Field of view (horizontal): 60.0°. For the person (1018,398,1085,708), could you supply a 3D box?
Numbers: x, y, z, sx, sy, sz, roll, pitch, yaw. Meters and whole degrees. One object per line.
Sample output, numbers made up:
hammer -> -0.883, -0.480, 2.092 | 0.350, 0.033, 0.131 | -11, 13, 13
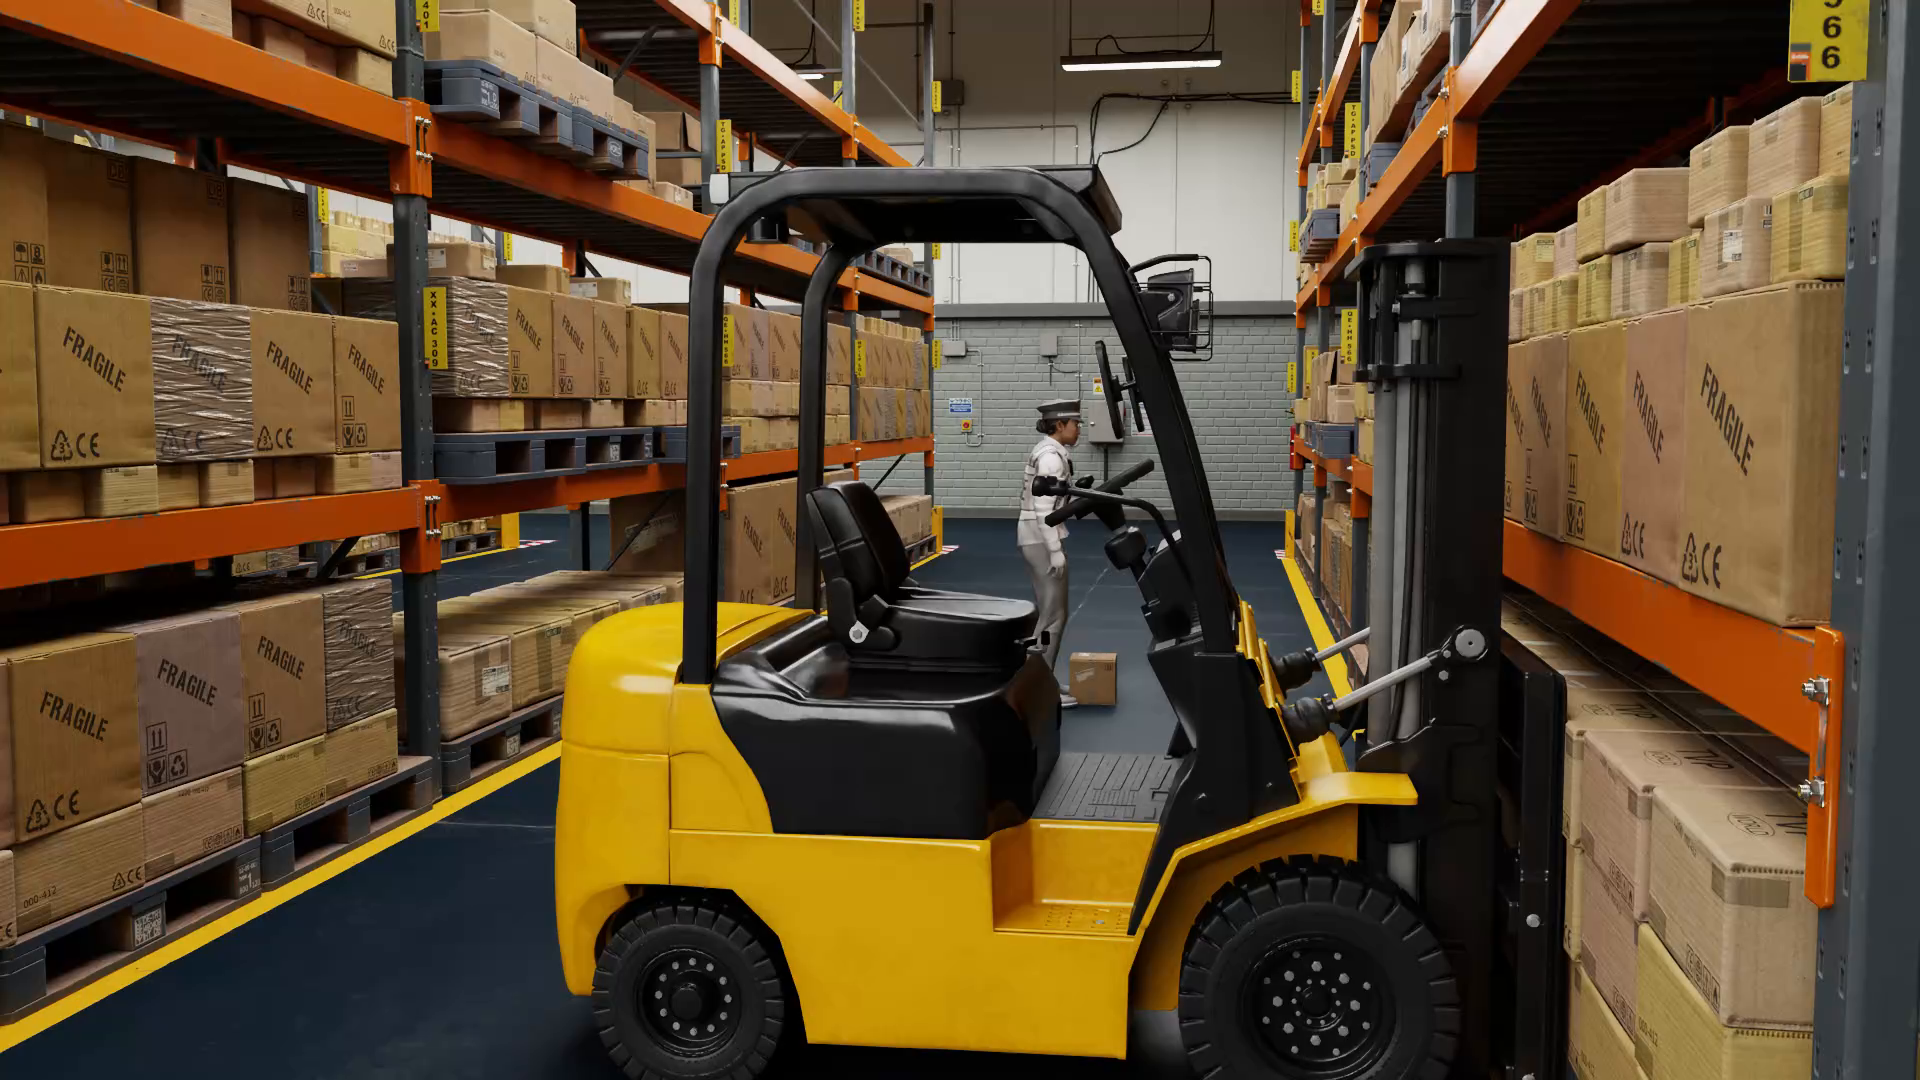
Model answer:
person -> 0.499, 0.056, 9.154 | 0.369, 1.667, 0.546 | 0, 5, 6
